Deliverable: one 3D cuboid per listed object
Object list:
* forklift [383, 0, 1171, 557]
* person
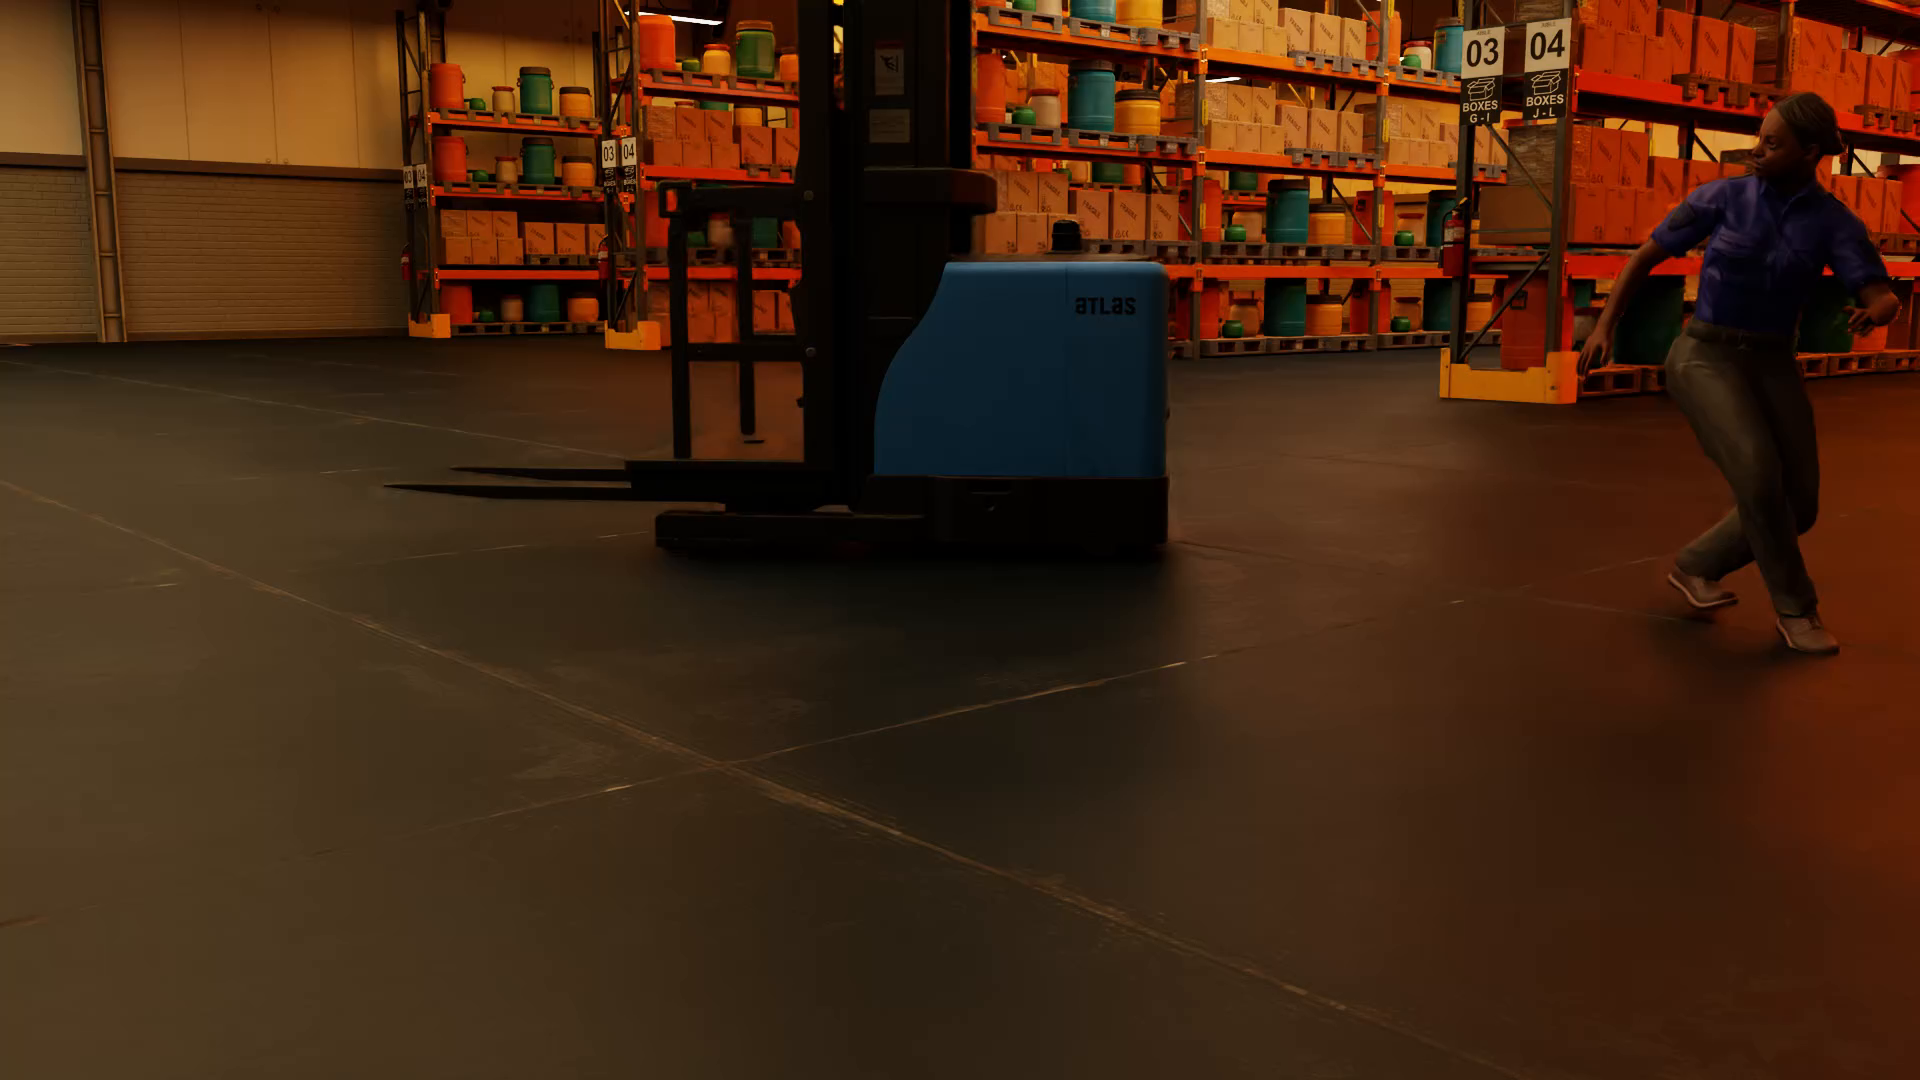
[{"bbox_3d":[-0.701,-1.464,6.418,3.031,2.935,1.130,1,9,7],"label":"forklift"},{"bbox_3d":[2.193,-0.471,4.691,0.757,1.539,0.808,0,9,0],"label":"person"}]
